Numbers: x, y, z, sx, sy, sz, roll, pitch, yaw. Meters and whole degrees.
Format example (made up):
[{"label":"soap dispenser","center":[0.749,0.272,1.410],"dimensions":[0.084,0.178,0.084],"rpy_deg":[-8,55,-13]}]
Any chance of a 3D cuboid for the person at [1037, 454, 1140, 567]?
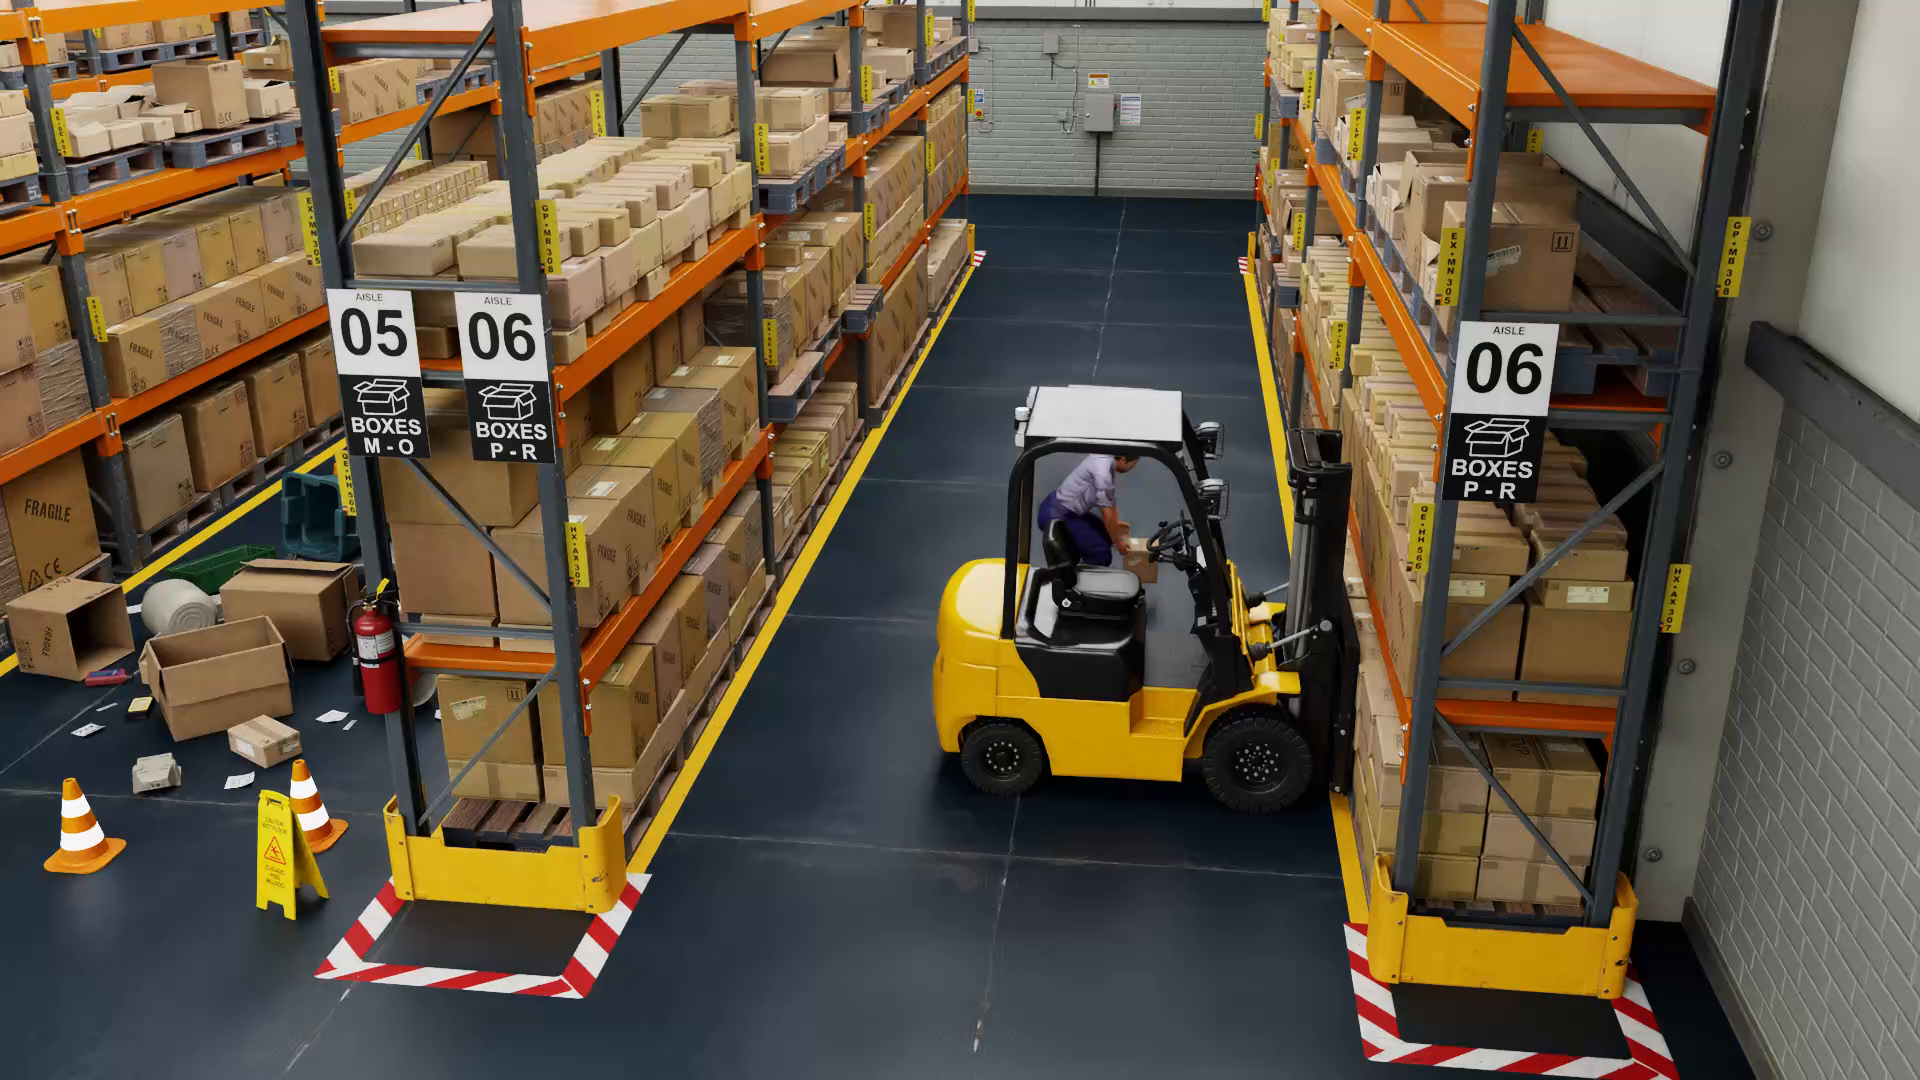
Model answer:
[{"label":"person","center":[0.929,-0.147,12.068],"dimensions":[0.726,1.230,0.536],"rpy_deg":[3,21,6]}]
